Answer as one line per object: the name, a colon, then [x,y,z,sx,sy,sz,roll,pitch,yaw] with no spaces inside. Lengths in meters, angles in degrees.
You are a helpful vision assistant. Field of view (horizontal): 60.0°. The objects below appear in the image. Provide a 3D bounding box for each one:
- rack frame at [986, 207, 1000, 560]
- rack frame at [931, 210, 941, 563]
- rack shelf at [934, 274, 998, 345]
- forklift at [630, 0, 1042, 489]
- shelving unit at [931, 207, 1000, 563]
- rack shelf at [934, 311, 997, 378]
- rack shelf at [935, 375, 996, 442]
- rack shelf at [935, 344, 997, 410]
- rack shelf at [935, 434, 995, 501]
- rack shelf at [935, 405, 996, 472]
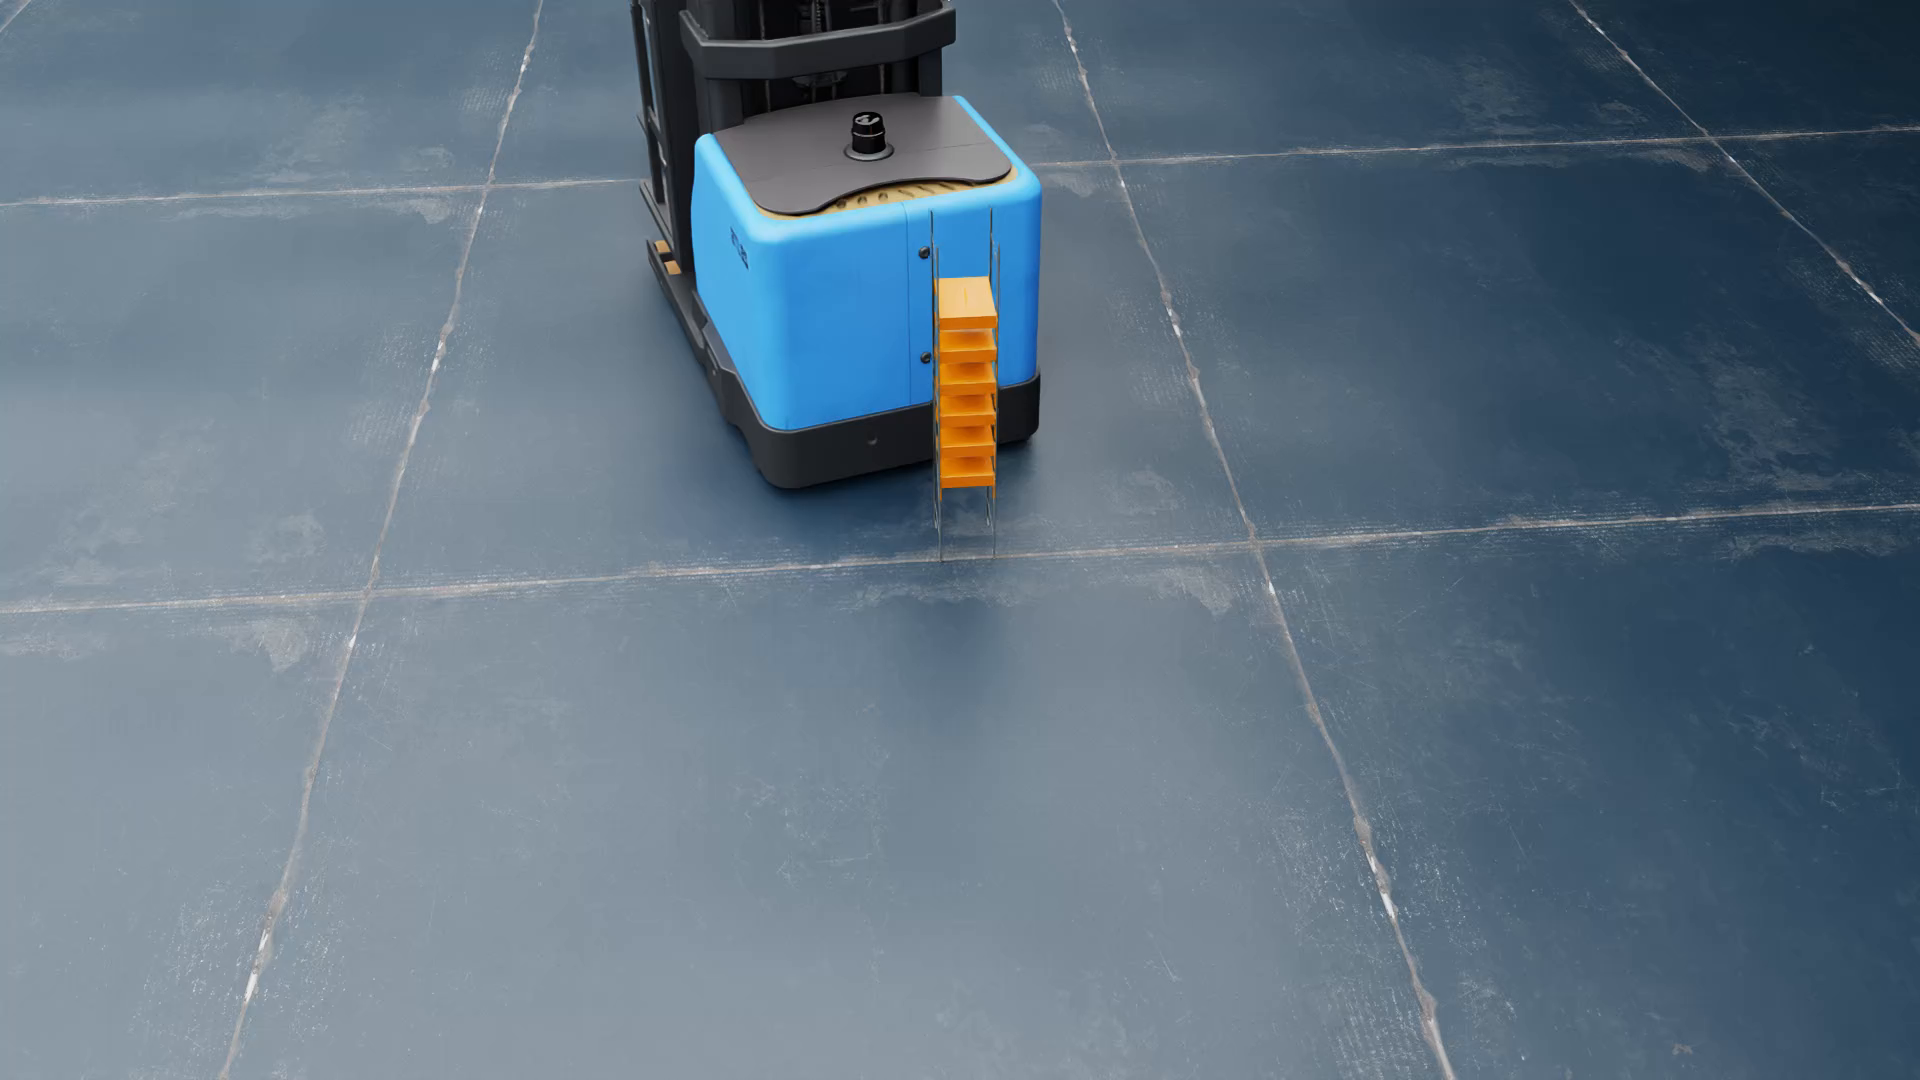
rack frame: [0.106,-0.477,5.386,0.006,1.200,0.240,-3,38,-4]
rack frame: [-0.077,-0.467,5.373,0.006,1.200,0.240,-3,38,-4]
rack shelf: [0.014,-0.720,5.184,0.180,0.103,0.258,-3,38,-4]
forklift: [-0.703,-2.248,6.233,1.130,2.935,3.031,-13,40,-16]
shelving unit: [0.014,-0.472,5.379,0.189,1.200,0.258,-3,38,-4]
rack shelf: [0.014,-0.625,5.258,0.180,0.103,0.258,-3,38,-4]
rack shelf: [0.014,-0.437,5.407,0.180,0.103,0.258,-3,38,-4]
rack shelf: [0.014,-0.531,5.333,0.180,0.103,0.258,-3,38,-4]
rack shelf: [0.014,-0.249,5.556,0.180,0.103,0.258,-3,38,-4]
rack shelf: [0.014,-0.343,5.481,0.180,0.103,0.258,-3,38,-4]
